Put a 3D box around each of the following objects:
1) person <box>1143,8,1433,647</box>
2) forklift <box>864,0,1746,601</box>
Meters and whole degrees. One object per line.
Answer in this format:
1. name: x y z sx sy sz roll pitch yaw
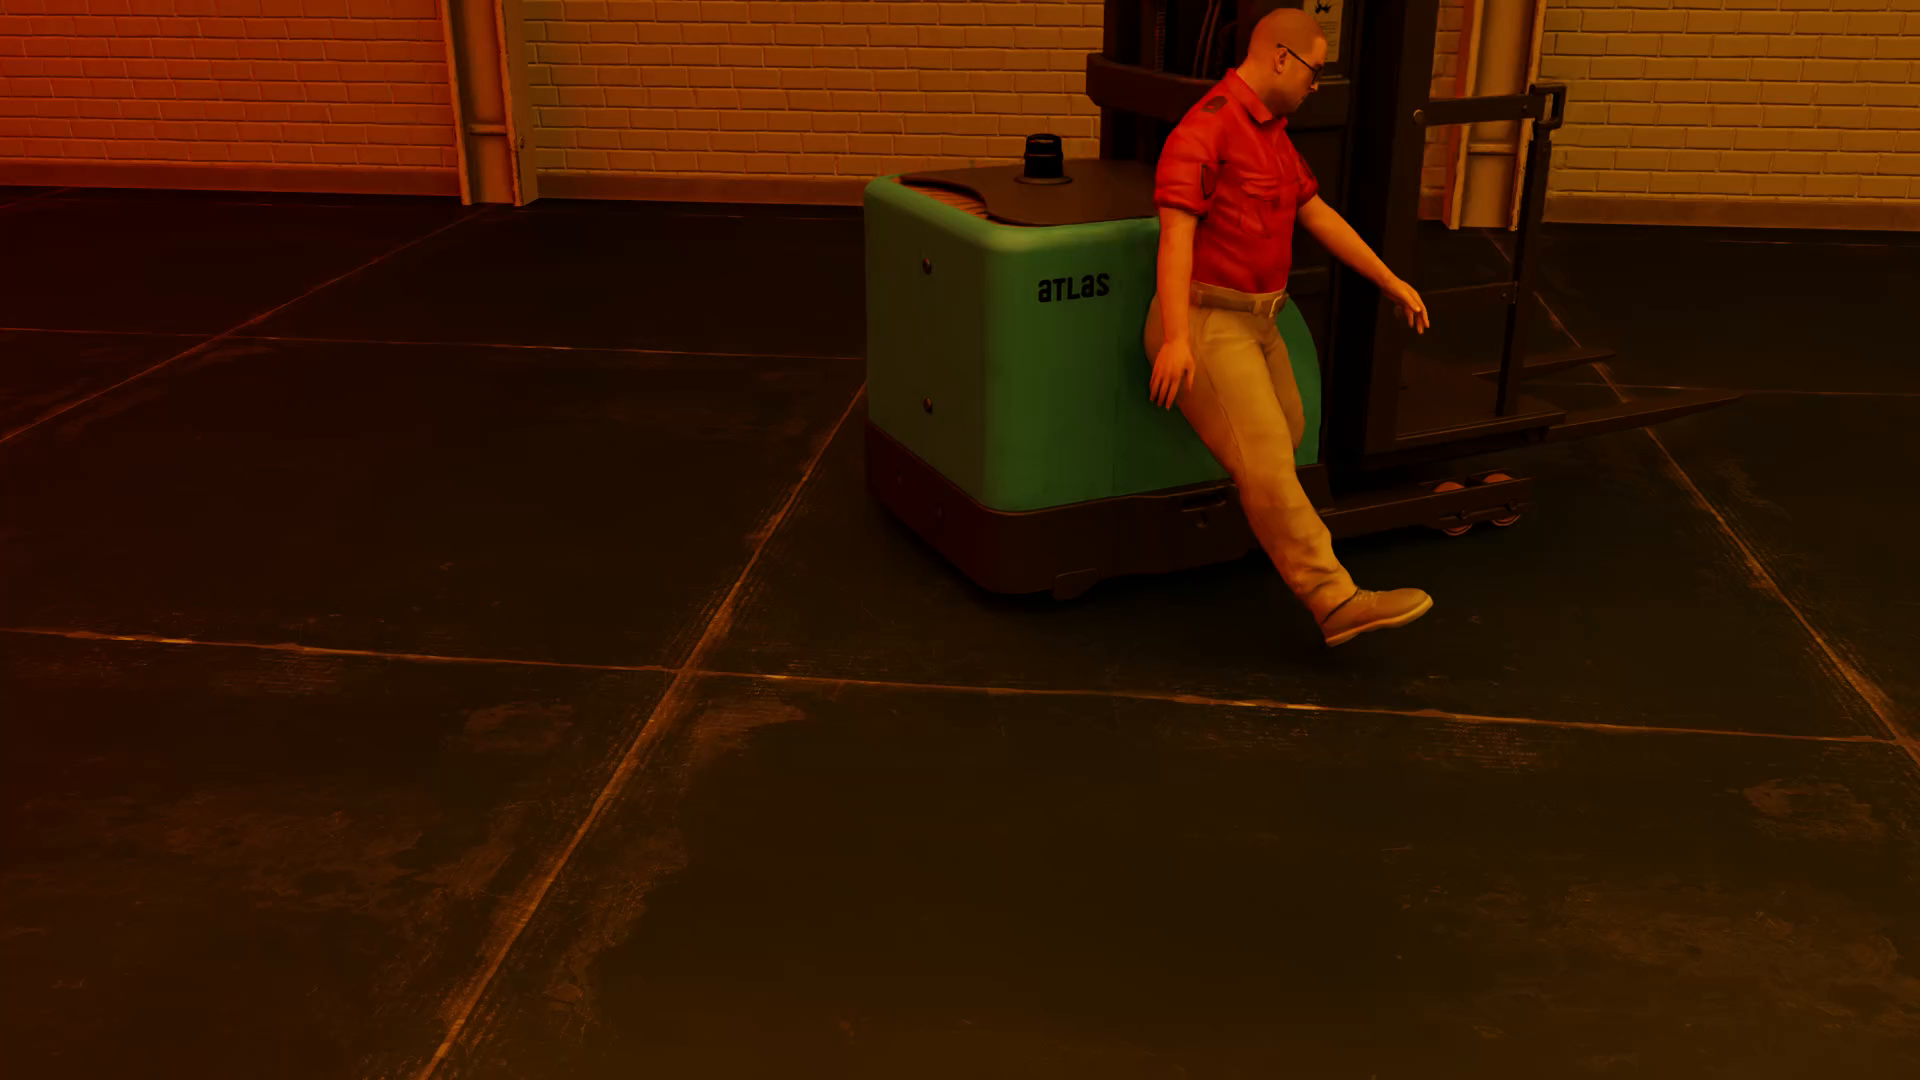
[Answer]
1. person: 0.870 -0.560 4.371 0.990 1.586 0.833 12 25 28
2. forklift: 1.254 -1.541 5.081 3.031 2.935 1.130 -10 24 -23
